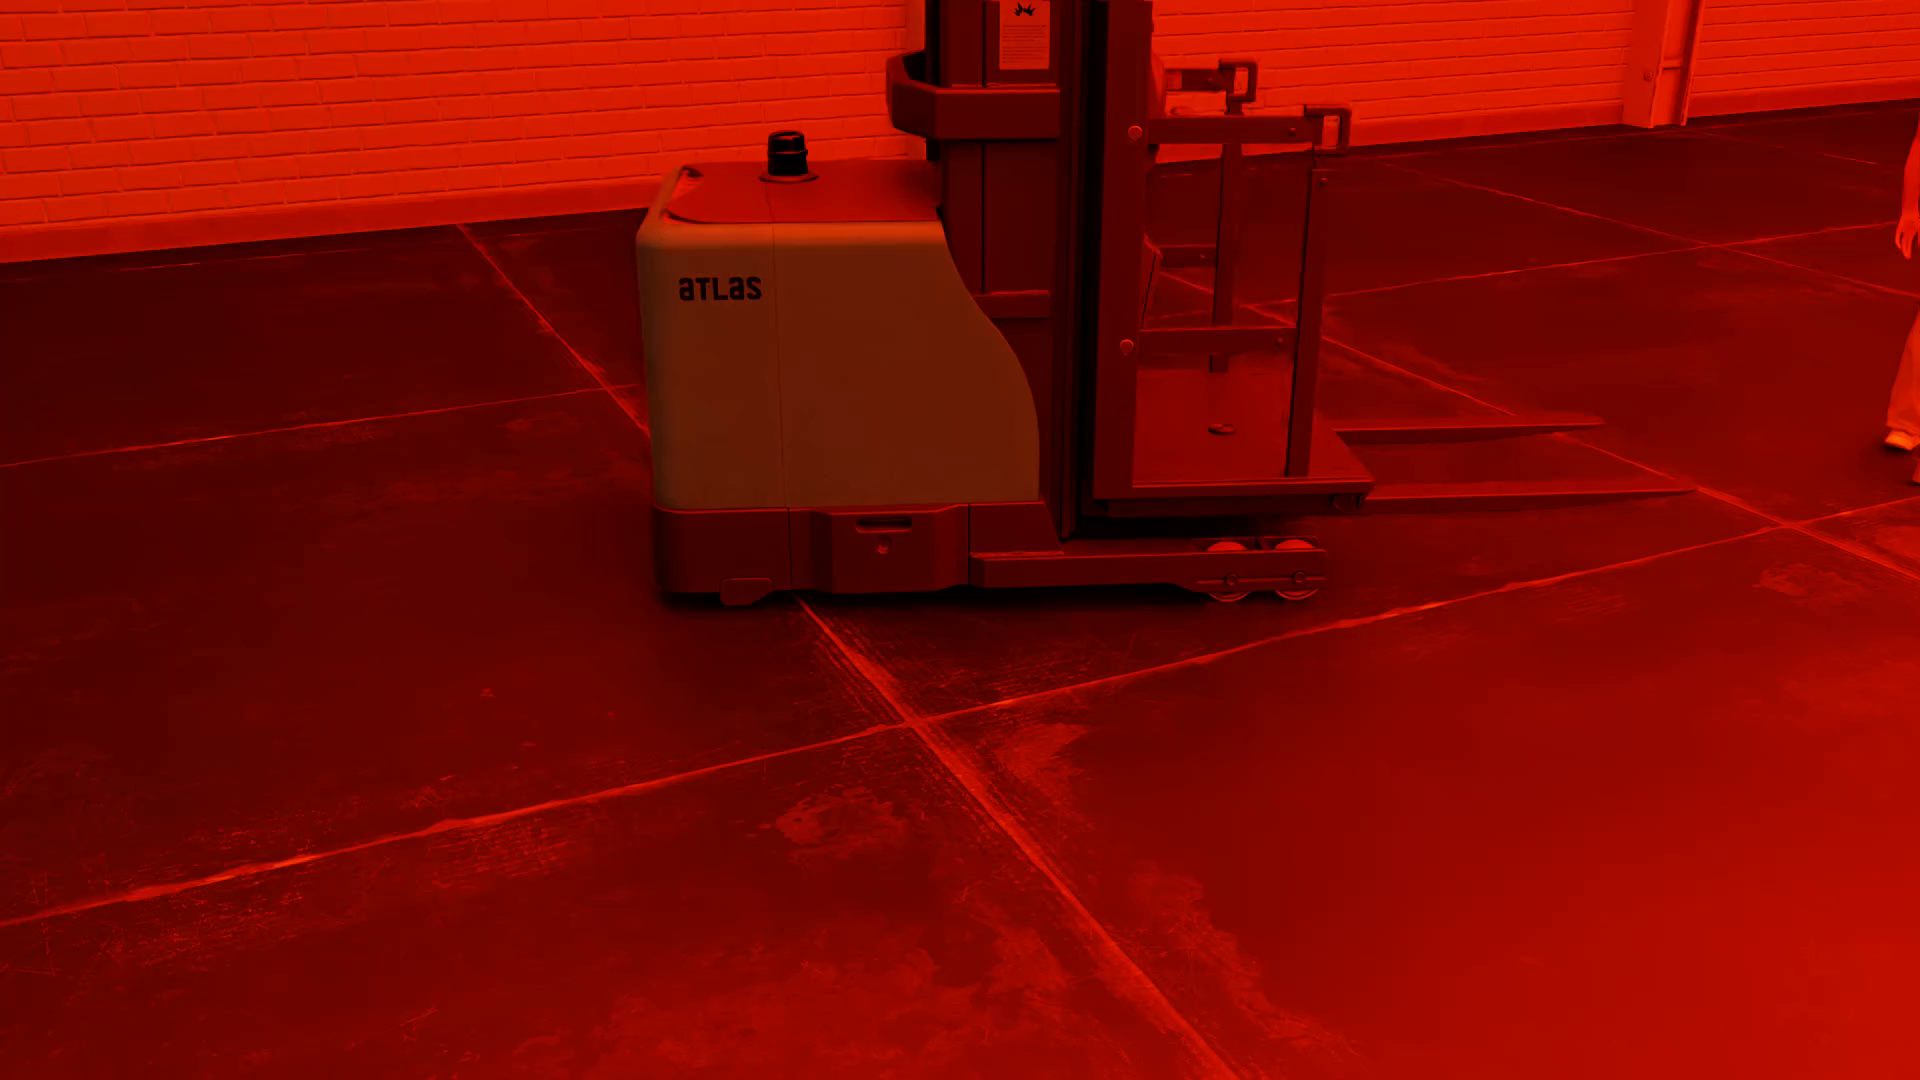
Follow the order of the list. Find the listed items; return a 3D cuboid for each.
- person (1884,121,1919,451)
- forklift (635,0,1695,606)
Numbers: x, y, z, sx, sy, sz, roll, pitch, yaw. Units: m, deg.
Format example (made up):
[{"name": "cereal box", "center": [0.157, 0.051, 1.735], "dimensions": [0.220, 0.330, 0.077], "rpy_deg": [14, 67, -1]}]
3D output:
[{"name": "person", "center": [3.371, -0.999, 5.417], "dimensions": [0.507, 1.706, 0.525], "rpy_deg": [-13, 26, -29]}, {"name": "forklift", "center": [0.629, -1.381, 4.611], "dimensions": [3.031, 2.935, 1.130], "rpy_deg": [-2, 23, -4]}]
